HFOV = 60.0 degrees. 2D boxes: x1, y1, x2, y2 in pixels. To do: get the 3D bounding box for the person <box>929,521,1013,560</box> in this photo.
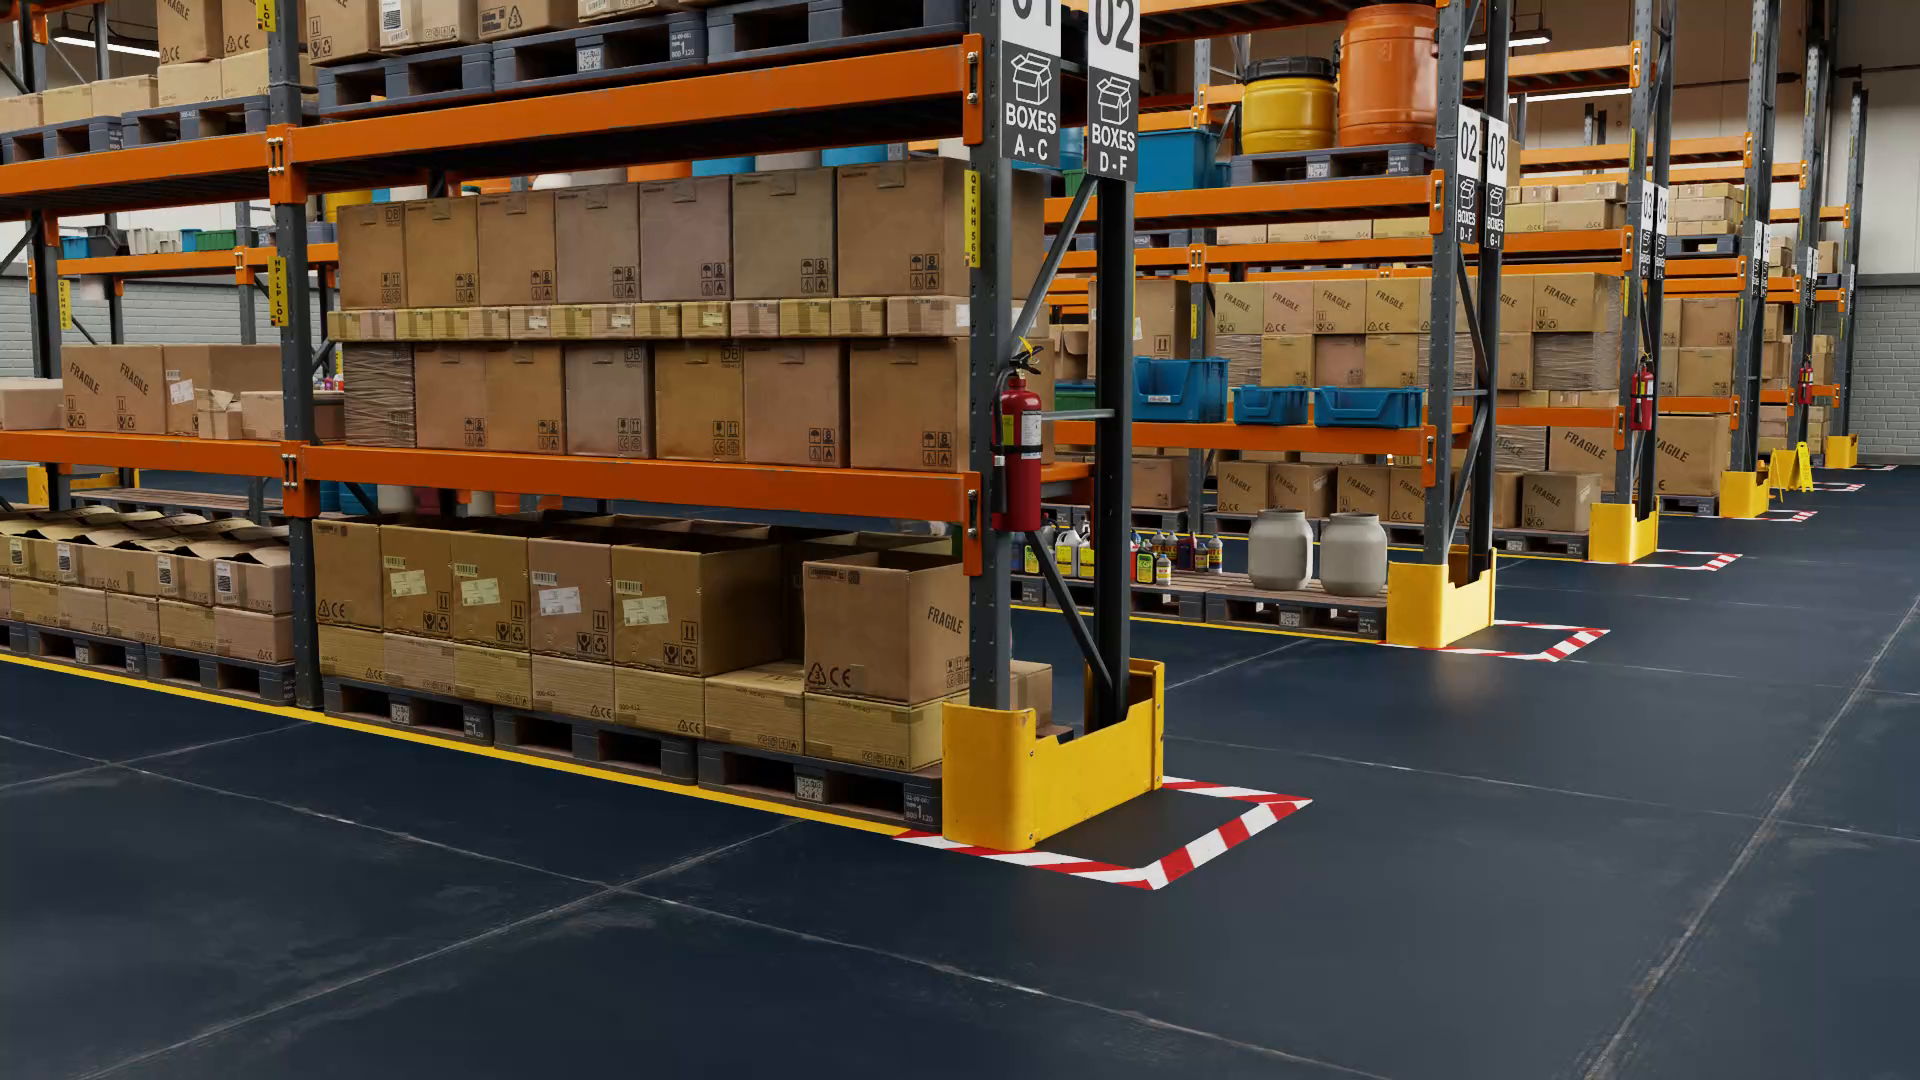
[{"bbox_3d":[0.065,-0.078,8.285,0.562,1.789,0.597,4,7,33],"label":"person"}]
